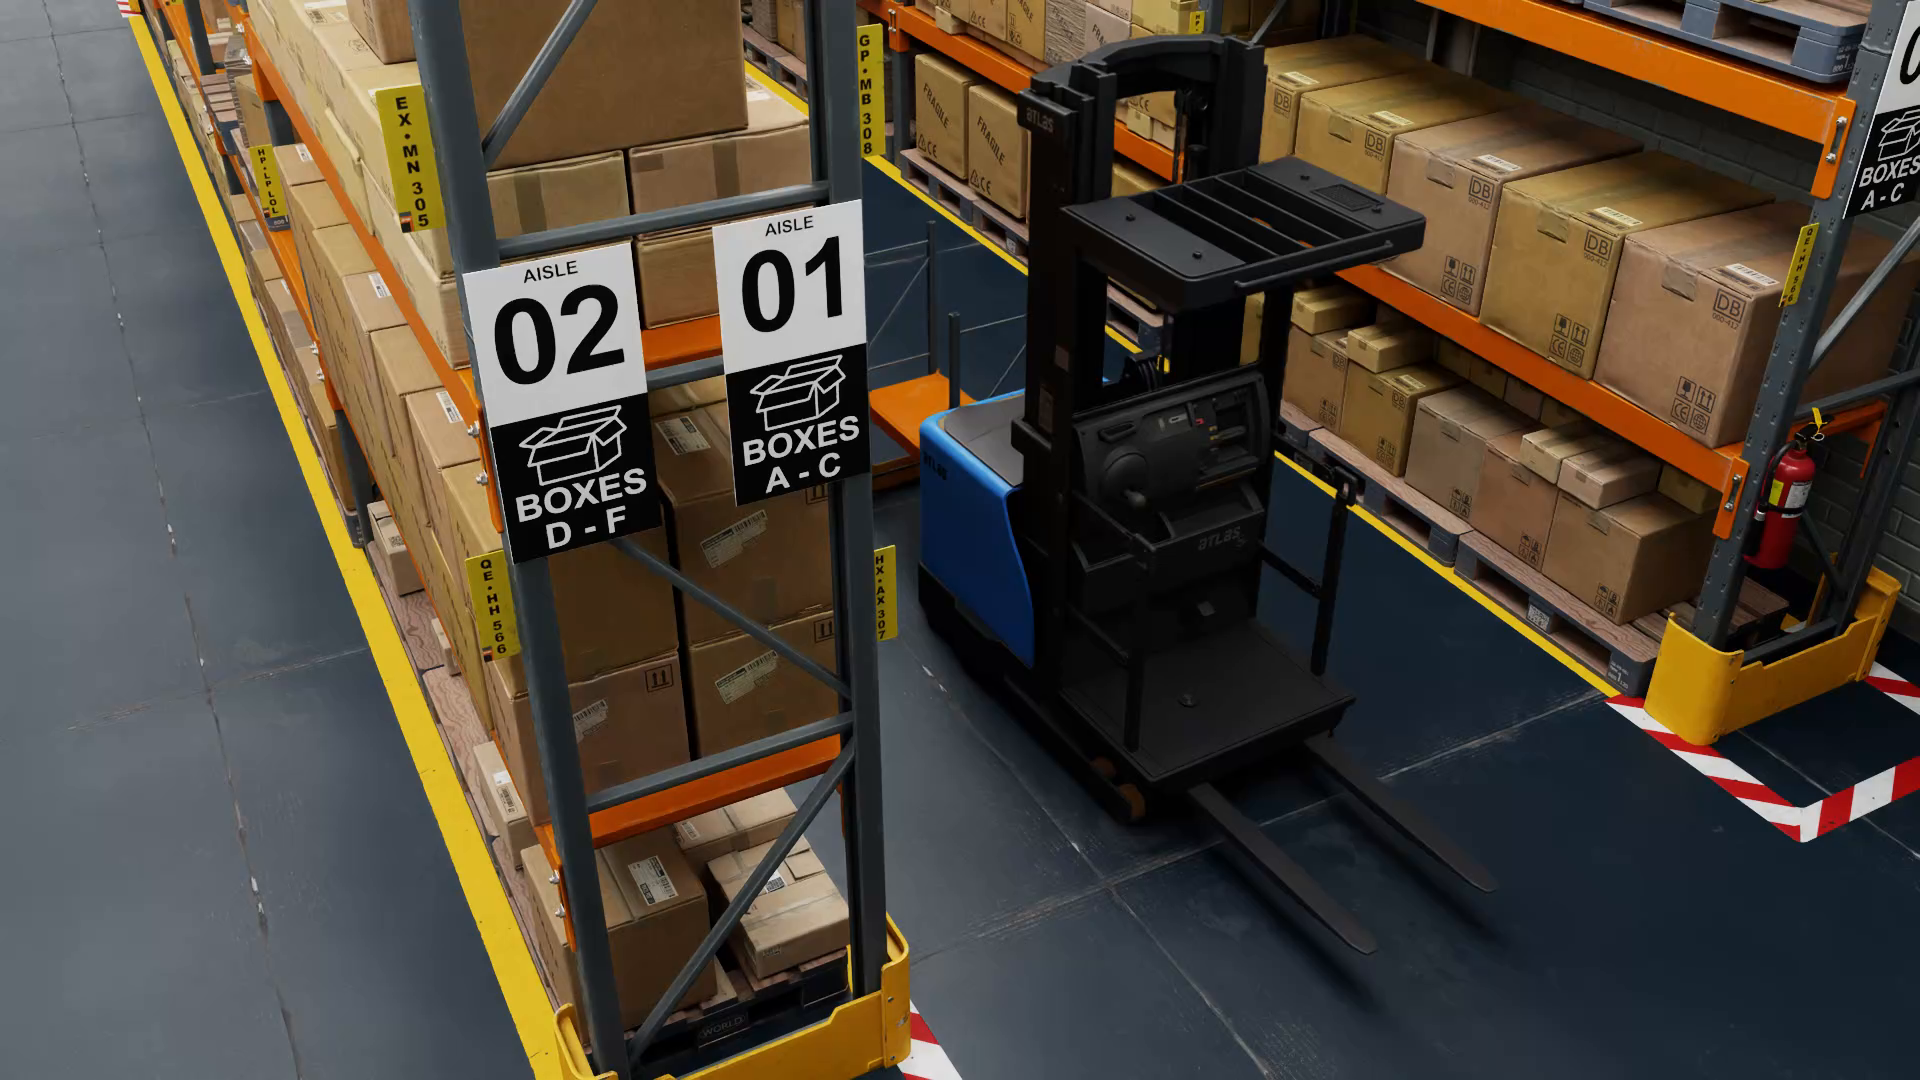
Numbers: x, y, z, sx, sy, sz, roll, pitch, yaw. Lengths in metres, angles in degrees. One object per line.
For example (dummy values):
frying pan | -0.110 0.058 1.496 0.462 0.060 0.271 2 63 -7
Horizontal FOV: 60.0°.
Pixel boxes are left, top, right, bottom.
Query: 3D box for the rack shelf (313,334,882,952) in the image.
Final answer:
rack shelf | -1.646 0.014 6.614 1.077 0.370 4.000 -16 36 -23

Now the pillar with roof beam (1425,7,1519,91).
pillar with roof beam | -0.915 -3.818 6.367 9.100 9.000 0.400 -16 36 -23

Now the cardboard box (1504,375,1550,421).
cardboard box | 3.015 -0.761 8.484 0.380 0.149 0.250 -15 36 -22

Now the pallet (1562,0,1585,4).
pallet | 2.739 -2.742 7.551 1.003 0.211 1.213 -16 36 -23

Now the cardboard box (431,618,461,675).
cardboard box | -2.162 0.430 7.518 0.380 0.166 0.250 -16 36 -23

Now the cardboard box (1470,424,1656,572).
cardboard box | 3.019 -0.254 8.294 0.700 0.500 0.500 -16 36 -23

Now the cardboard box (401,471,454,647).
cardboard box | -1.636 -0.008 5.889 0.500 0.500 0.500 -16 36 -23

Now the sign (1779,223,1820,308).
sign | 3.181 -1.040 6.299 0.100 0.325 0.005 -16 36 -23

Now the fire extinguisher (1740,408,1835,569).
fire extinguisher | 3.329 -0.204 6.706 0.296 0.674 0.183 -16 36 -23

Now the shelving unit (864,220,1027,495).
shelving unit | -0.082 -0.692 8.440 0.587 1.500 1.083 -18 37 -25

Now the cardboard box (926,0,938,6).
cardboard box | -0.063 -4.280 12.262 0.500 0.500 0.500 -15 35 -22

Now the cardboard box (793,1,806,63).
cardboard box | -1.082 -4.607 15.069 0.700 0.500 0.500 -15 36 -23

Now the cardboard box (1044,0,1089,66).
cardboard box | 0.891 -3.307 10.743 0.500 0.500 0.500 -16 36 -23

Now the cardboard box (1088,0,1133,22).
cardboard box | 1.128 -3.388 10.175 0.500 0.250 0.500 -15 36 -22

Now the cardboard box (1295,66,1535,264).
cardboard box | 2.376 -2.005 8.820 0.980 0.700 0.700 -17 36 -24

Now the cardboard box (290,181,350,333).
cardboard box | -2.366 -1.165 6.768 0.500 0.500 0.500 -17 36 -25

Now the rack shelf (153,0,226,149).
rack shelf | -5.376 -3.804 12.573 1.077 0.370 4.000 -16 36 -23

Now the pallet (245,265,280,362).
pallet | -4.129 -1.612 11.071 1.003 0.211 1.213 -16 36 -23

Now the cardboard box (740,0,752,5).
cardboard box | -2.204 -5.549 16.849 0.380 0.166 0.250 -21 38 -29

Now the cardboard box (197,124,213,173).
cardboard box | -5.622 -3.092 12.955 0.500 0.250 0.500 -15 36 -22

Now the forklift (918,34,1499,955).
forklift | 0.982 -0.344 6.569 1.130 2.935 3.031 -18 37 -25

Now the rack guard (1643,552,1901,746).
rack guard | 3.679 0.482 7.534 1.175 0.500 0.348 -16 36 -23

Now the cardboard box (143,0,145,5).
cardboard box | -8.120 -5.677 16.990 0.500 0.250 0.500 -16 36 -23

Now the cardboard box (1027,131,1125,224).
cardboard box | 0.967 -2.464 11.418 0.750 0.750 0.750 -15 35 -22

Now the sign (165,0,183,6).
sign | -4.933 -3.499 10.357 0.100 0.325 0.005 -16 36 -23

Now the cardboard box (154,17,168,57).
cardboard box | -7.188 -4.722 15.500 0.500 0.250 0.500 -16 36 -23

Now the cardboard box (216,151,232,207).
cardboard box | -4.905 -2.595 11.660 0.500 0.311 0.500 -15 36 -22

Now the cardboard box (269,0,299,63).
cardboard box | -2.114 -1.879 5.798 0.500 0.250 0.500 -16 36 -23

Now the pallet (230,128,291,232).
pallet | -3.532 -2.144 9.495 1.003 0.211 1.213 -16 36 -23

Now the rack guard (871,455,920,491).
rack guard | -0.334 -0.397 9.138 0.587 0.250 0.087 -18 37 -25

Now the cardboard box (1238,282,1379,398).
cardboard box | 2.060 -1.233 9.821 0.700 0.500 0.500 -15 36 -23

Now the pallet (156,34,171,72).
pallet | -7.215 -4.860 16.140 1.003 0.211 1.213 -16 36 -23

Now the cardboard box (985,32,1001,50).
cardboard box | 0.400 -3.606 11.812 0.380 0.149 0.250 -15 36 -22

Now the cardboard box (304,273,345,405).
cardboard box | -2.582 -0.974 7.396 0.500 0.500 0.500 -15 36 -22

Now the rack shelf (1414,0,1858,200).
rack shelf | 2.735 -2.497 7.753 1.077 0.370 4.000 -16 36 -23

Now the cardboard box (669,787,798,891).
cardboard box | -0.949 1.069 6.442 0.500 0.250 0.500 -16 36 -23

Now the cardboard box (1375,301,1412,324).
cardboard box | 2.539 -1.248 9.244 0.380 0.149 0.250 -17 36 -25

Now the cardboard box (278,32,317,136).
cardboard box | -2.109 -1.670 5.935 0.500 0.250 0.500 -16 36 -23

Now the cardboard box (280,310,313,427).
cardboard box | -3.518 -1.017 9.466 0.500 0.500 0.500 -15 36 -23

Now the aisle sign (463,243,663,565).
aisle sign | -0.952 -0.319 4.058 0.394 0.787 0.004 -16 36 -23

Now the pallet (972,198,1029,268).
pallet | 0.803 -2.249 12.065 1.003 0.211 1.213 -16 36 -23

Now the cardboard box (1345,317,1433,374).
cardboard box | 2.302 -1.047 8.931 0.380 0.149 0.250 -17 36 -24

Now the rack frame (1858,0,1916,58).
rack frame | 3.667 -3.108 5.260 1.000 3.000 0.127 -16 36 -23

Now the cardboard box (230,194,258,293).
cardboard box | -4.484 -1.996 10.994 0.500 0.500 0.500 -14 35 -21

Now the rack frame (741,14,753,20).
rack frame | -1.928 -6.309 15.817 1.000 3.000 0.127 -16 36 -23

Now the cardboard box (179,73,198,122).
cardboard box | -5.865 -3.569 13.181 0.500 0.311 0.500 -17 36 -25

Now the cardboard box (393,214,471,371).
cardboard box | -1.186 -0.713 4.441 0.500 0.250 0.500 -16 36 -23

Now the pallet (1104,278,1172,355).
pallet | 1.376 -1.666 11.155 1.003 0.211 1.213 -16 36 -23

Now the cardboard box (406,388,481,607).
cardboard box | -1.400 -0.182 5.233 0.500 0.500 0.500 -15 36 -22

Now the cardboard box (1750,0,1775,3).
cardboard box | 3.091 -2.284 6.410 0.500 0.250 0.500 -15 35 -22

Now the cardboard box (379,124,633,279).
cardboard box | -1.178 -0.926 4.309 0.500 0.250 0.500 -16 36 -23

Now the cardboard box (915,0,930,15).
cardboard box | -0.114 -4.087 12.563 0.380 0.149 0.250 -16 36 -24

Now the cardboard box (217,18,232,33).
cardboard box | -5.088 -3.641 11.885 0.380 0.149 0.250 -13 35 -20
